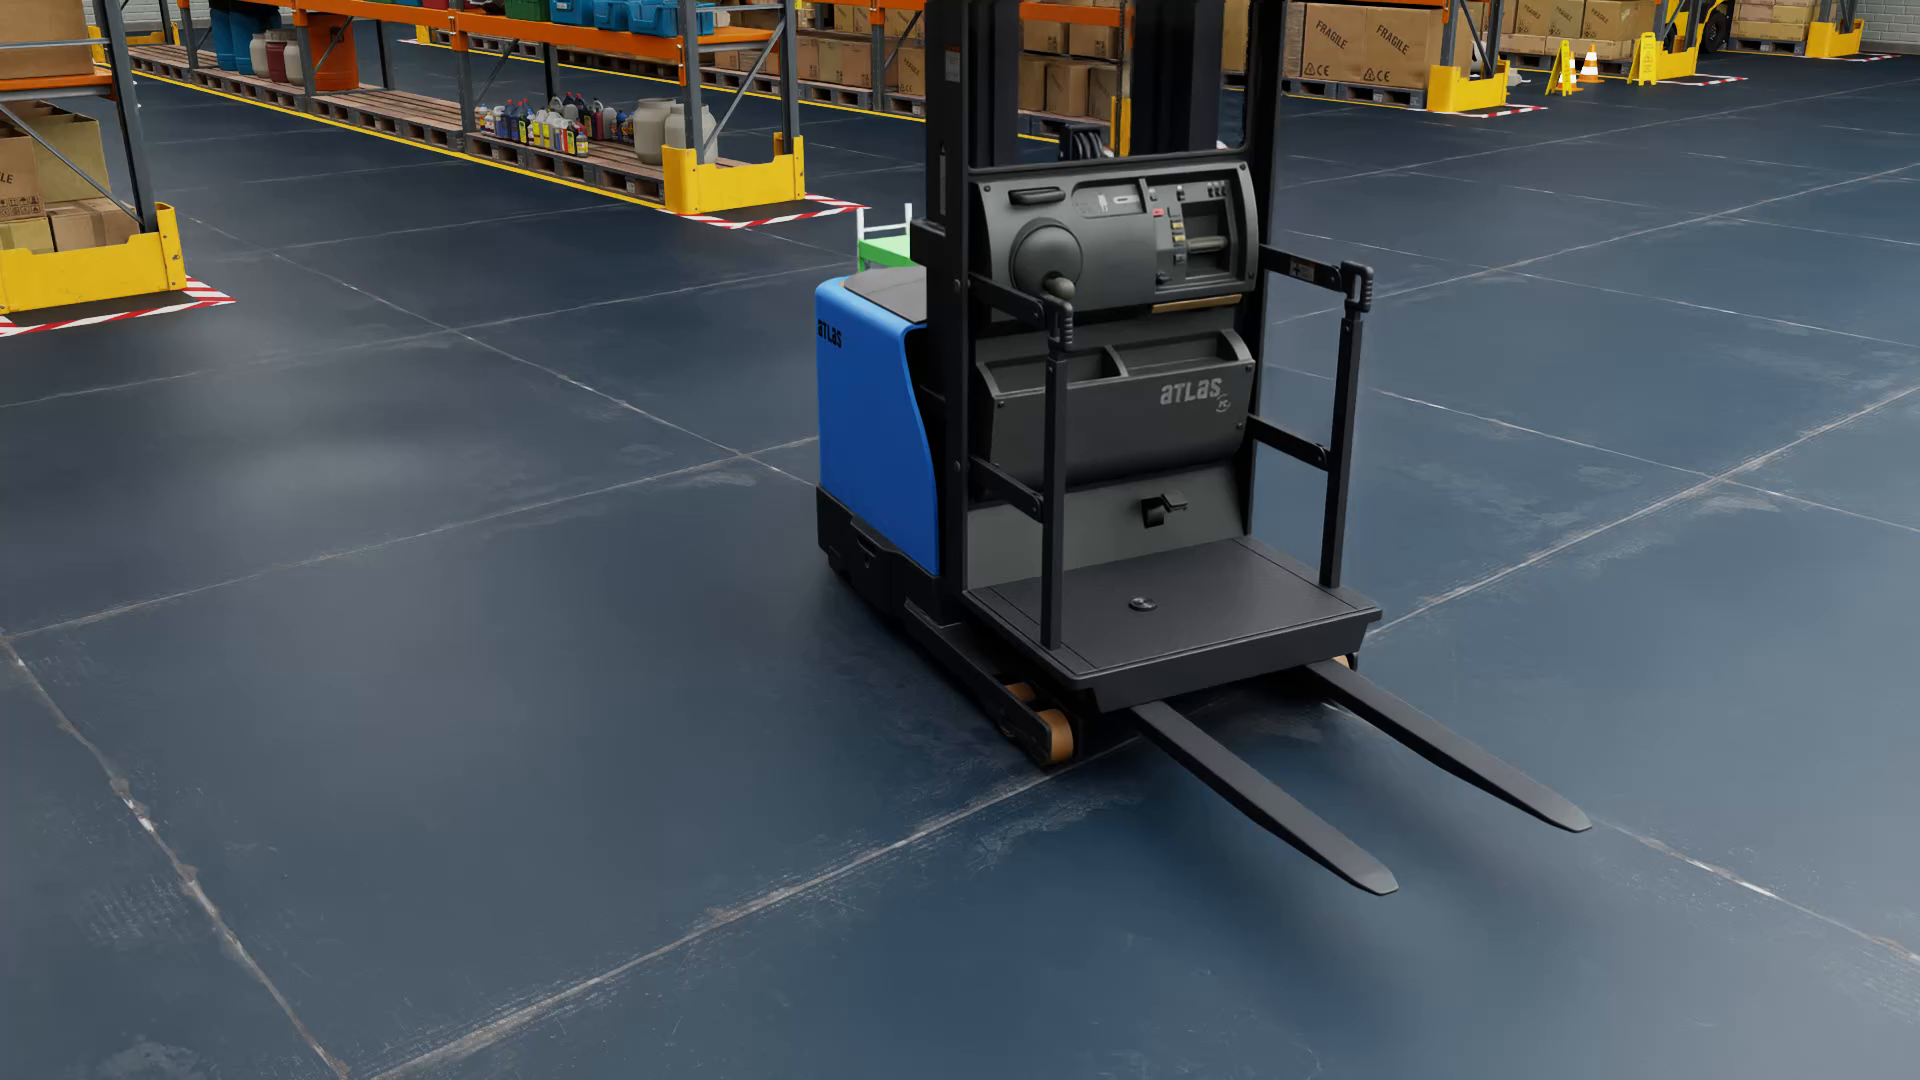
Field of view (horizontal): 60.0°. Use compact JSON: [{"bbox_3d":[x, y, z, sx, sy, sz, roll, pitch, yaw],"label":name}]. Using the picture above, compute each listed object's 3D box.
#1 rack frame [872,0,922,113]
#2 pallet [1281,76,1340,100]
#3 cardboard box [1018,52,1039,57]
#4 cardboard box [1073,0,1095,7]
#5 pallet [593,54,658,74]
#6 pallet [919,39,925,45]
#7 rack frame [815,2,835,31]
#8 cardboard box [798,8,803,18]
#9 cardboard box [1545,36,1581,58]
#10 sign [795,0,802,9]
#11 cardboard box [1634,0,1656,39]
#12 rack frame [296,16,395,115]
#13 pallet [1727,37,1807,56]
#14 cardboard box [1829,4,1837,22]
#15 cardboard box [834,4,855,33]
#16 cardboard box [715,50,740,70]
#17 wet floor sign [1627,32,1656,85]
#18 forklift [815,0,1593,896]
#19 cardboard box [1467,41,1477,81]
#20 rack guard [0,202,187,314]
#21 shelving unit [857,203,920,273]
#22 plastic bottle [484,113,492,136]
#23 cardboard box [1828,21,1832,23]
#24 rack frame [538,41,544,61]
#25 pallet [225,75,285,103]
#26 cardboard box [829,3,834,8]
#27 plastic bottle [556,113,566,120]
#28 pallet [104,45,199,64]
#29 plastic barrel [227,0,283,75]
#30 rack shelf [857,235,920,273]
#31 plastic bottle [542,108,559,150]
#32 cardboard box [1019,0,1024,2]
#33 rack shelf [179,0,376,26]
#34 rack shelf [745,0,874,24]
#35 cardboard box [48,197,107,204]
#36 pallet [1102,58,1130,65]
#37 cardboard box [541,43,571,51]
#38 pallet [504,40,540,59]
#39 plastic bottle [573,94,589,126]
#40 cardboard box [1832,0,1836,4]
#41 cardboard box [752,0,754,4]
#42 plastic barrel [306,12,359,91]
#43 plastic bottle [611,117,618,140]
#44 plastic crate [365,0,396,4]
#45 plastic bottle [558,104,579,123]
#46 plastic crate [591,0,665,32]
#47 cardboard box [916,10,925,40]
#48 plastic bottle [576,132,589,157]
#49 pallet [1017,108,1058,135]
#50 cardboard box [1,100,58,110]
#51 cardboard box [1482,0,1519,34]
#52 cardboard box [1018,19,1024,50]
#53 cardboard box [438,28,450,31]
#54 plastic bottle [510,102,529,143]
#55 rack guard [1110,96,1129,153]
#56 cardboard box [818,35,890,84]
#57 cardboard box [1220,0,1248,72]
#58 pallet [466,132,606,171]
[{"bbox_3d":[-0.574,-6.380,18.660,1.000,3.000,0.127,-17,27,-37],"label":"rack frame"},{"bbox_3d":[4.487,-5.668,20.667,1.003,0.211,1.213,-17,27,-37],"label":"pallet"},{"bbox_3d":[0.501,-4.982,17.943,0.500,0.500,0.500,19,29,40],"label":"cardboard box"},{"bbox_3d":[1.330,-5.314,16.282,0.380,0.149,0.250,-17,27,-37],"label":"cardboard box"},{"bbox_3d":[-4.434,-6.759,23.452,1.003,0.211,1.213,-17,27,-37],"label":"pallet"},{"bbox_3d":[0.130,-7.556,25.486,1.003,0.211,1.213,-17,27,-37],"label":"pallet"},{"bbox_3d":[-1.972,-9.743,27.247,1.000,3.000,0.127,-17,27,-37],"label":"rack frame"},{"bbox_3d":[-2.605,-8.833,27.848,0.380,0.149,0.250,-19,28,-40],"label":"cardboard box"},{"bbox_3d":[8.481,-6.854,23.064,0.500,0.250,0.500,-17,27,-37],"label":"cardboard box"},{"bbox_3d":[-1.295,-4.354,13.109,0.100,0.325,0.005,-17,27,-37],"label":"sign"},{"bbox_3d":[9.212,-7.194,22.903,0.500,0.500,0.500,-19,28,-39],"label":"cardboard box"},{"bbox_3d":[-6.937,-6.306,18.471,1.000,3.000,0.127,-17,27,-37],"label":"rack frame"},{"bbox_3d":[12.772,-7.720,25.904,1.003,0.211,1.213,-17,27,-37],"label":"pallet"},{"bbox_3d":[13.153,-8.144,25.673,0.500,0.250,0.500,-17,27,-36],"label":"cardboard box"},{"bbox_3d":[-1.691,-8.507,26.944,0.500,0.500,0.500,-16,27,-35],"label":"cardboard box"},{"bbox_3d":[-2.732,-6.346,21.397,0.700,0.500,0.500,-19,28,-40],"label":"cardboard box"},{"bbox_3d":[8.858,-6.231,21.507,0.267,0.644,0.232,-8,23,-19],"label":"wet floor sign"},{"bbox_3d":[0.579,-0.894,4.748,1.130,2.935,3.031,-10,24,-25],"label":"forklift"},{"bbox_3d":[6.480,-6.354,22.017,0.637,0.503,0.797,3,22,9],"label":"cardboard box"},{"bbox_3d":[-5.454,-1.747,10.259,1.175,0.500,0.348,-17,27,-37],"label":"rack guard"},{"bbox_3d":[-0.169,-0.679,6.573,0.258,1.200,0.503,-13,25,-30],"label":"shelving unit"},{"bbox_3d":[-4.384,-3.882,15.517,0.097,0.201,0.097,0,21,0],"label":"plastic bottle"},{"bbox_3d":[13.130,-7.914,25.772,0.500,0.250,0.500,-17,27,-37],"label":"cardboard box"},{"bbox_3d":[-5.796,-8.590,24.303,1.000,3.000,0.127,-17,27,-37],"label":"rack frame"},{"bbox_3d":[-8.275,-5.552,20.371,1.003,0.211,1.213,-17,27,-37],"label":"pallet"},{"bbox_3d":[-2.040,-9.033,27.950,0.380,0.149,0.250,-16,27,-35],"label":"cardboard box"},{"bbox_3d":[-3.617,-3.688,14.919,0.152,0.276,0.135,-17,27,-37],"label":"plastic bottle"},{"bbox_3d":[-11.650,-6.981,24.018,1.003,0.211,1.213,-17,27,-37],"label":"pallet"},{"bbox_3d":[-8.744,-6.280,20.706,0.600,0.901,0.708,-17,27,-37],"label":"plastic barrel"},{"bbox_3d":[-0.169,-1.067,6.421,0.258,0.148,0.480,-13,25,-30],"label":"rack shelf"},{"bbox_3d":[-3.591,-3.630,14.667,0.144,0.351,0.185,-16,27,-35],"label":"plastic bottle"},{"bbox_3d":[0.636,-5.577,16.954,0.380,0.149,0.250,-17,27,-37],"label":"cardboard box"},{"bbox_3d":[-8.242,-6.524,20.013,1.077,0.370,4.000,-17,27,-37],"label":"rack shelf"},{"bbox_3d":[-1.879,-6.598,20.202,1.077,0.370,4.000,-17,27,-37],"label":"rack shelf"},{"bbox_3d":[-5.981,-2.171,11.109,0.500,0.250,0.500,-17,27,-37],"label":"cardboard box"},{"bbox_3d":[2.689,-6.430,22.611,1.003,0.211,1.213,-17,27,-37],"label":"pallet"},{"bbox_3d":[-5.363,-7.624,24.175,1.225,0.875,0.875,-17,27,-37],"label":"cardboard box"},{"bbox_3d":[-6.233,-7.521,25.396,1.003,0.211,1.213,-17,27,-37],"label":"pallet"},{"bbox_3d":[-3.562,-4.010,15.638,0.144,0.351,0.185,-19,28,-40],"label":"plastic bottle"},{"bbox_3d":[13.132,-8.375,25.578,0.500,0.250,0.500,-18,28,-38],"label":"cardboard box"},{"bbox_3d":[-3.388,-9.362,28.792,0.380,0.149,0.250,-17,27,-37],"label":"cardboard box"},{"bbox_3d":[-7.269,-5.622,19.125,0.600,0.830,0.708,-17,27,-37],"label":"plastic barrel"},{"bbox_3d":[-3.150,-3.779,15.254,0.097,0.201,0.097,0,21,0],"label":"plastic bottle"},{"bbox_3d":[-5.677,-5.516,16.745,0.450,0.188,0.662,-17,27,-37],"label":"plastic crate"},{"bbox_3d":[-3.658,-3.933,15.544,0.152,0.276,0.135,-17,27,-37],"label":"plastic bottle"},{"bbox_3d":[-2.688,-4.274,13.488,0.499,0.251,0.408,-17,27,-37],"label":"plastic crate"},{"bbox_3d":[-0.325,-7.934,25.478,0.500,0.500,0.500,-16,27,-35],"label":"cardboard box"},{"bbox_3d":[-3.246,-3.401,14.287,0.097,0.201,0.097,0,21,0],"label":"plastic bottle"},{"bbox_3d":[0.692,-4.567,17.855,1.003,0.211,1.213,-17,27,-37],"label":"pallet"},{"bbox_3d":[-6.629,-2.798,11.682,0.500,0.500,0.500,-17,27,-37],"label":"cardboard box"},{"bbox_3d":[7.810,-7.488,23.654,0.500,0.500,0.500,-16,26,-35],"label":"cardboard box"},{"bbox_3d":[0.968,-7.596,24.275,1.050,0.750,0.750,-18,28,-38],"label":"cardboard box"},{"bbox_3d":[-7.928,-8.744,27.033,0.875,0.875,0.875,-17,27,-37],"label":"cardboard box"},{"bbox_3d":[-3.990,-3.798,15.098,0.144,0.351,0.185,-19,28,-40],"label":"plastic bottle"},{"bbox_3d":[1.988,-4.132,16.348,1.175,0.500,0.348,-17,27,-37],"label":"rack guard"},{"bbox_3d":[-1.255,-5.732,19.830,0.700,0.500,0.500,-18,27,-38],"label":"cardboard box"},{"bbox_3d":[3.607,-6.549,21.428,0.875,0.875,0.875,-17,27,-37],"label":"cardboard box"},{"bbox_3d":[-3.919,-3.707,15.659,1.003,0.211,1.213,-17,27,-37],"label":"pallet"}]
